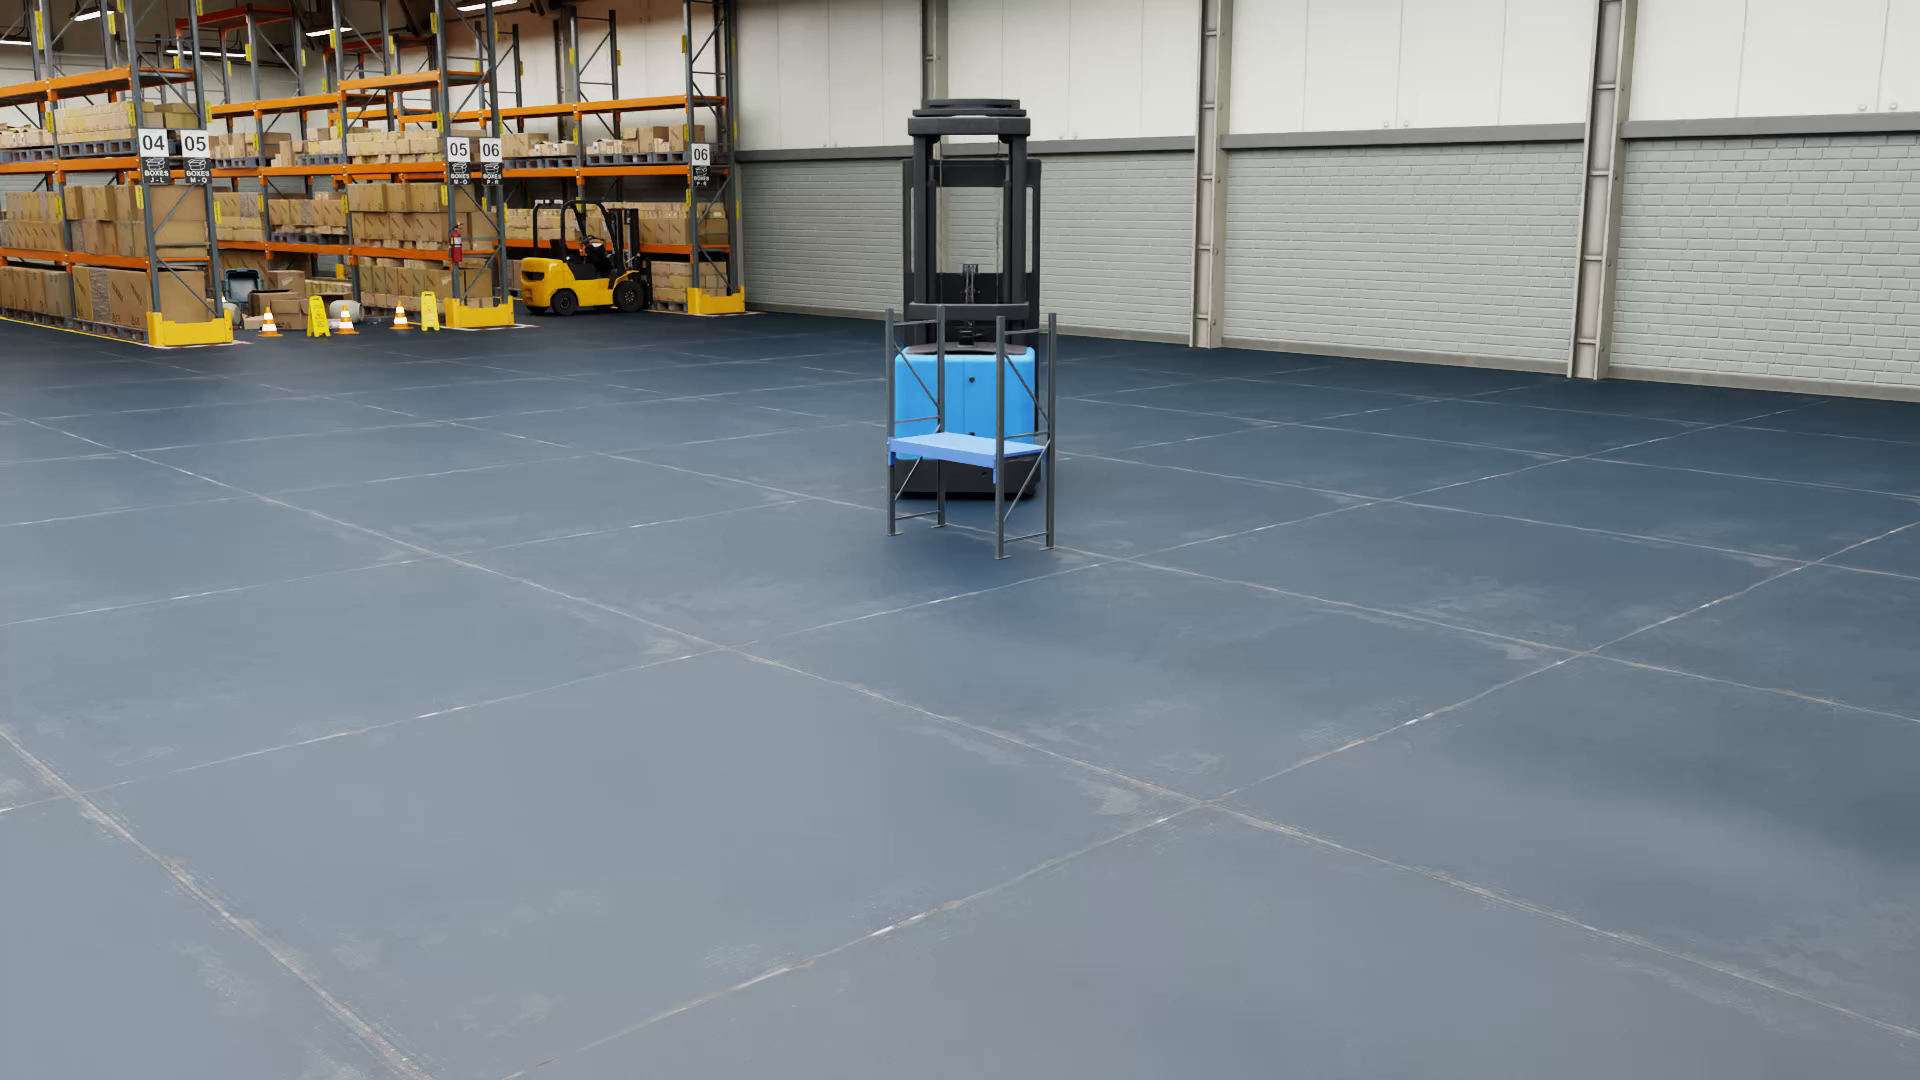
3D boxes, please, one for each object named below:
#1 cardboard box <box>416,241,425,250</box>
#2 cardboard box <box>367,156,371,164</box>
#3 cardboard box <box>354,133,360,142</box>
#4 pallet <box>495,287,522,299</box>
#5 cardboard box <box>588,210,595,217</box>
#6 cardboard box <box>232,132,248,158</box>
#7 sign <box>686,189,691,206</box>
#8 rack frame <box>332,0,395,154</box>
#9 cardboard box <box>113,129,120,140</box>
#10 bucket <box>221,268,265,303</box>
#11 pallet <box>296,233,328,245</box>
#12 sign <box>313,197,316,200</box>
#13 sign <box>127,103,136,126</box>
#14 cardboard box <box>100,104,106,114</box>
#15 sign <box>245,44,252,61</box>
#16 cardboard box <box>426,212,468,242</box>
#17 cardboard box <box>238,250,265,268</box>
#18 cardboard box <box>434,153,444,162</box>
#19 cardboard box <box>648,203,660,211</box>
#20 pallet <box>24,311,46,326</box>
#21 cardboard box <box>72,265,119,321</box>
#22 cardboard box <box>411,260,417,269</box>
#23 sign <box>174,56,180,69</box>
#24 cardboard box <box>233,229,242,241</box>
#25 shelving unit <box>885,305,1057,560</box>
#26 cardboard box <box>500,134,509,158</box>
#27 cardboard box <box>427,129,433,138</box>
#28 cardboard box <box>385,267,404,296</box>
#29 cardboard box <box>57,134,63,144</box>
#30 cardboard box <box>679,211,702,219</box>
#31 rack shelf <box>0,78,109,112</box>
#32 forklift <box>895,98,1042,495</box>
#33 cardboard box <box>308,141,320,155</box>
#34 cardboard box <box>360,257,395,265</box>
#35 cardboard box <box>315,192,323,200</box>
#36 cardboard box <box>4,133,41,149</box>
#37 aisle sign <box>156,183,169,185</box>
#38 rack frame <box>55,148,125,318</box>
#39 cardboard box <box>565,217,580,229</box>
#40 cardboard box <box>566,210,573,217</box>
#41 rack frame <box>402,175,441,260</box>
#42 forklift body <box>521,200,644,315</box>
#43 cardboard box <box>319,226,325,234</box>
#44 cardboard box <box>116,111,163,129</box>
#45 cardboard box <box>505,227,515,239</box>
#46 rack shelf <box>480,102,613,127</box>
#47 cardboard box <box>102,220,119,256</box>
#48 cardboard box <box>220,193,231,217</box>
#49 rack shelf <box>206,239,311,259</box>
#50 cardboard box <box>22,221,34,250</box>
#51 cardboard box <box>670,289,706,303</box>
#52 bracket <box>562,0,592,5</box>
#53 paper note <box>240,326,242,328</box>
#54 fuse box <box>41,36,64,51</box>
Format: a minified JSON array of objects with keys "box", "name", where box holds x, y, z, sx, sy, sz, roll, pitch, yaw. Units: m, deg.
[{"box":[-9.374,-5.207,29.375,0.380,0.149,0.250,-11,16,-42],"name":"cardboard box"},{"box":[-10.678,-6.994,30.613,0.380,0.149,0.250,-11,16,-43],"name":"cardboard box"},{"box":[-10.925,-7.405,30.635,0.380,0.149,0.250,-10,15,-41],"name":"cardboard box"},{"box":[-9.742,-5.579,37.466,1.003,0.211,1.213,-11,16,-43],"name":"pallet"},{"box":[-7.490,-6.770,34.482,0.380,0.149,0.250,-11,16,-43],"name":"cardboard box"},{"box":[-14.690,-8.220,34.652,0.500,0.500,0.700,11,16,42],"name":"cardboard box"},{"box":[-5.159,-6.512,31.629,0.100,0.325,0.005,-11,16,-43],"name":"sign"},{"box":[-11.107,-8.732,30.996,1.000,3.000,0.127,-11,16,-43],"name":"rack frame"},{"box":[-12.681,-6.182,25.385,0.380,0.149,0.250,-11,16,-42],"name":"cardboard box"},{"box":[-12.856,-4.532,29.821,0.726,0.611,0.620,-5,3,-23],"name":"bucket"},{"box":[-12.473,-6.001,33.079,1.003,0.211,1.213,-11,16,-43],"name":"pallet"},{"box":[-13.483,-6.983,34.699,0.100,0.325,0.005,-11,16,-43],"name":"sign"},{"box":[-12.257,-6.296,24.607,0.100,0.325,0.005,-11,16,-43],"name":"sign"},{"box":[-13.033,-6.647,25.666,0.380,0.149,0.250,-11,16,-42],"name":"cardboard box"},{"box":[-14.268,-9.773,33.341,0.100,0.325,0.005,-11,16,-43],"name":"sign"},{"box":[-8.919,-5.446,28.925,0.500,0.500,0.500,-11,16,-44],"name":"cardboard box"},{"box":[-14.899,-5.786,35.787,0.875,0.875,0.875,-11,16,-42],"name":"cardboard box"},{"box":[-8.793,-6.569,28.554,0.380,0.149,0.250,-11,16,-42],"name":"cardboard box"},{"box":[-5.928,-6.573,32.790,0.380,0.149,0.250,-10,16,-41],"name":"cardboard box"},{"box":[-16.051,-4.004,29.823,1.003,0.211,1.213,-11,16,-43],"name":"pallet"},{"box":[-14.234,-4.153,27.860,0.875,0.875,0.875,-11,16,-42],"name":"cardboard box"},{"box":[-9.560,-4.916,29.647,0.380,0.149,0.250,-11,16,-42],"name":"cardboard box"},{"box":[-17.050,-10.361,36.194,0.100,0.325,0.005,-11,16,-43],"name":"sign"},{"box":[-15.107,-6.490,35.351,0.500,0.250,0.500,-11,16,-43],"name":"cardboard box"},{"box":[0.059,-0.722,10.700,0.538,1.500,1.048,-11,16,-43],"name":"shelving unit"},{"box":[-9.958,-8.703,36.751,0.500,0.500,0.500,-11,16,-42],"name":"cardboard box"},{"box":[-8.942,-6.998,28.658,0.380,0.149,0.250,-11,16,-42],"name":"cardboard box"},{"box":[-10.160,-4.744,30.420,0.500,0.500,0.500,-10,15,-40],"name":"cardboard box"},{"box":[-14.612,-6.590,27.364,0.380,0.149,0.250,-11,16,-43],"name":"cardboard box"},{"box":[-5.199,-6.281,32.108,0.380,0.149,0.250,-11,16,-42],"name":"cardboard box"},{"box":[-15.999,-7.771,29.106,1.077,0.370,4.000,-11,16,-43],"name":"rack shelf"},{"box":[0.104,-2.021,13.460,1.130,2.935,3.031,1,12,3],"name":"forklift"},{"box":[-12.312,-7.610,32.311,0.500,0.250,0.500,-11,16,-42],"name":"cardboard box"},{"box":[-14.891,-6.986,42.542,0.700,0.500,0.500,-10,15,-40],"name":"cardboard box"},{"box":[-12.281,-6.684,32.285,0.250,0.149,0.380,11,16,43],"name":"cardboard box"},{"box":[-16.693,-7.114,29.658,0.500,0.250,0.500,-10,16,-41],"name":"cardboard box"},{"box":[-19.220,-8.872,40.100,0.394,0.787,0.004,-11,16,-43],"name":"aisle sign"},{"box":[-14.617,-5.090,28.181,1.000,3.000,0.127,-11,16,-43],"name":"rack frame"},{"box":[-8.044,-6.694,35.100,0.500,0.250,0.500,-11,16,-44],"name":"cardboard box"},{"box":[-8.107,-6.907,35.148,0.380,0.149,0.250,-11,16,-43],"name":"cardboard box"},{"box":[-13.044,-7.654,40.628,1.000,3.000,0.127,-11,16,-43],"name":"rack frame"},{"box":[-7.386,-5.509,32.322,2.313,2.155,1.214,-11,16,-43],"name":"forklift body"},{"box":[-12.214,-6.024,32.297,0.380,0.149,0.250,-11,16,-42],"name":"cardboard box"},{"box":[-12.395,-6.334,25.135,0.500,0.250,0.500,-11,16,-42],"name":"cardboard box"},{"box":[-9.809,-6.824,36.970,0.500,0.250,0.500,-11,16,-44],"name":"cardboard box"},{"box":[-8.901,-9.168,35.885,1.077,0.370,4.000,-11,16,-43],"name":"rack shelf"},{"box":[-13.232,-4.875,26.769,0.875,0.550,0.500,-11,16,-43],"name":"cardboard box"},{"box":[-15.458,-7.178,35.590,0.500,0.500,0.500,-11,16,-43],"name":"cardboard box"},{"box":[-15.251,-6.317,35.924,1.077,0.370,4.000,-11,16,-43],"name":"rack shelf"},{"box":[-16.221,-5.399,29.434,0.500,0.500,0.500,-11,16,-43],"name":"cardboard box"},{"box":[-5.310,-4.786,32.482,0.500,0.250,0.500,-11,16,-42],"name":"cardboard box"},{"box":[-6.909,-11.218,34.141,0.076,0.066,4.783,-11,16,-43],"name":"bracket"},{"box":[-12.356,-3.688,28.757,0.172,0.023,0.155,-5,13,-23],"name":"paper note"},{"box":[-23.469,-12.831,42.961,0.513,0.334,0.176,-11,16,-43],"name":"fuse box"}]
